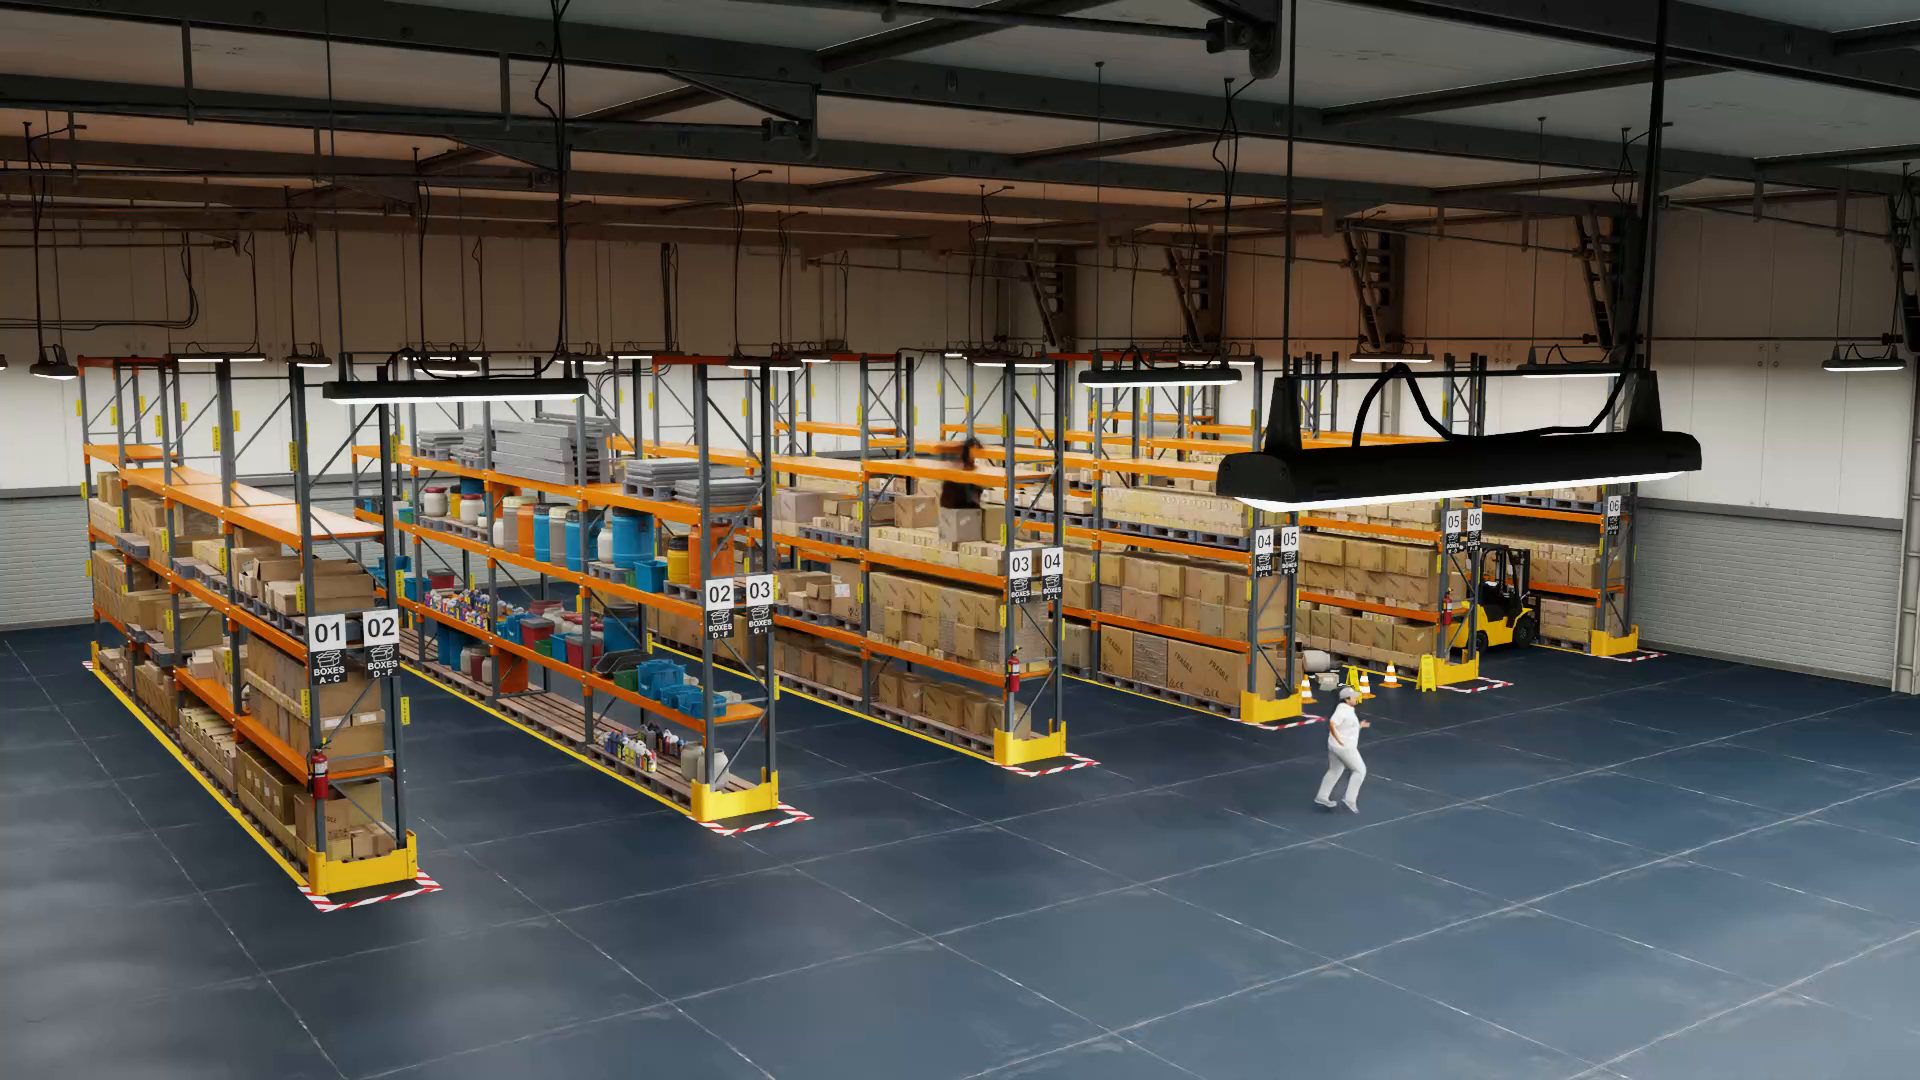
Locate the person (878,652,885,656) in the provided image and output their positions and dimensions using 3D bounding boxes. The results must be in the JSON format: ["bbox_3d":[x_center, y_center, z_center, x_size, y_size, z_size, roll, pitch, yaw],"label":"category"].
[{"bbox_3d":[-1.690,1.476,33.269,0.680,1.800,0.752,-6,9,-38],"label":"person"}]

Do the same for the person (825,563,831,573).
[{"bbox_3d":[-3.173,0.478,41.753,0.844,1.585,0.611,3,7,22],"label":"person"}]

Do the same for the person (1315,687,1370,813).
[{"bbox_3d":[5.154,2.828,22.354,0.717,1.729,0.572,0,7,-1],"label":"person"}]
